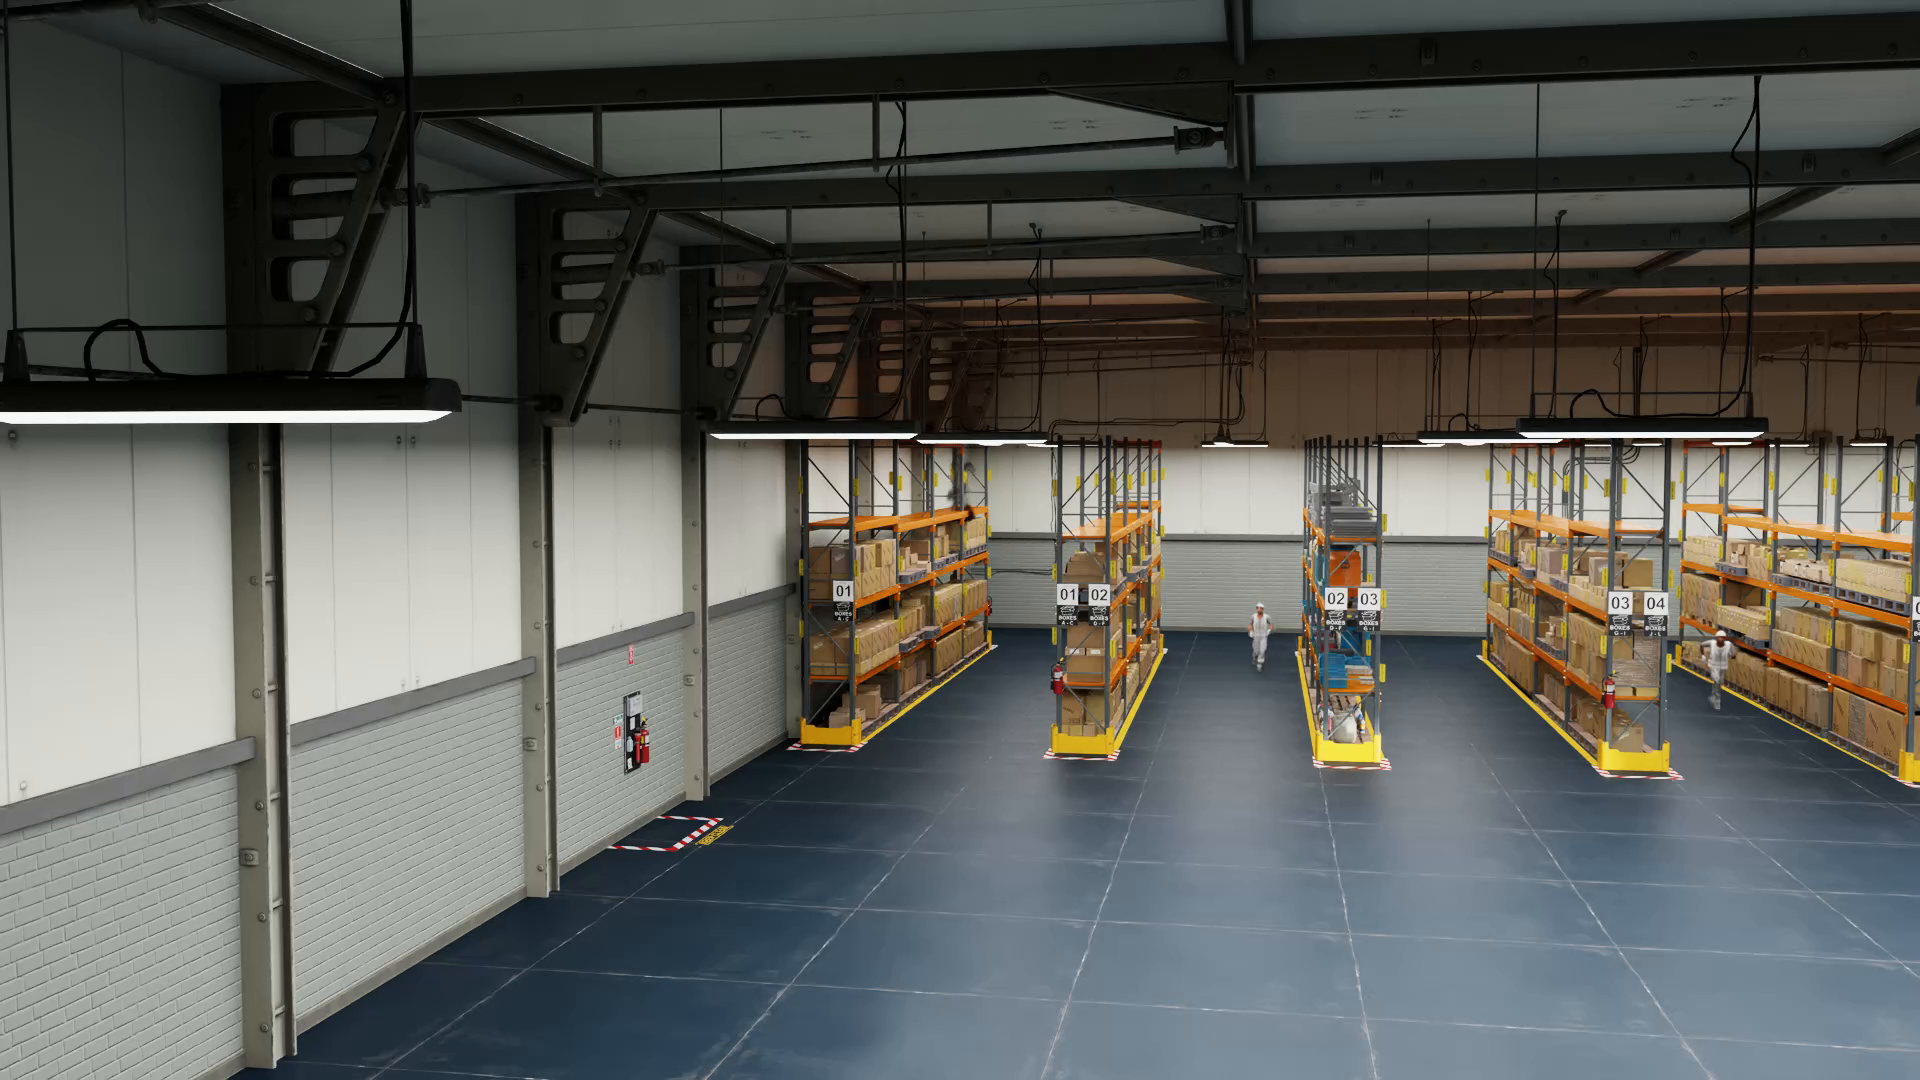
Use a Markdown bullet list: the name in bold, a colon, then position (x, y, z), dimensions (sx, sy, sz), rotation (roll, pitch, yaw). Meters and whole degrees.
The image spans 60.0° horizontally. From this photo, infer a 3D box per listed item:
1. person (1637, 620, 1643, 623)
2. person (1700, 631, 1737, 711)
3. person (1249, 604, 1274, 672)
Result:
- **person**: position (18.143, 2.496, 44.999), dimensions (0.682, 1.607, 0.570), rotation (2, 4, 35)
- **person**: position (16.767, 2.866, 36.802), dimensions (0.672, 1.774, 0.968), rotation (0, 3, 6)
- **person**: position (7.816, 2.522, 43.172), dimensions (0.649, 1.754, 0.646), rotation (1, 3, 14)
